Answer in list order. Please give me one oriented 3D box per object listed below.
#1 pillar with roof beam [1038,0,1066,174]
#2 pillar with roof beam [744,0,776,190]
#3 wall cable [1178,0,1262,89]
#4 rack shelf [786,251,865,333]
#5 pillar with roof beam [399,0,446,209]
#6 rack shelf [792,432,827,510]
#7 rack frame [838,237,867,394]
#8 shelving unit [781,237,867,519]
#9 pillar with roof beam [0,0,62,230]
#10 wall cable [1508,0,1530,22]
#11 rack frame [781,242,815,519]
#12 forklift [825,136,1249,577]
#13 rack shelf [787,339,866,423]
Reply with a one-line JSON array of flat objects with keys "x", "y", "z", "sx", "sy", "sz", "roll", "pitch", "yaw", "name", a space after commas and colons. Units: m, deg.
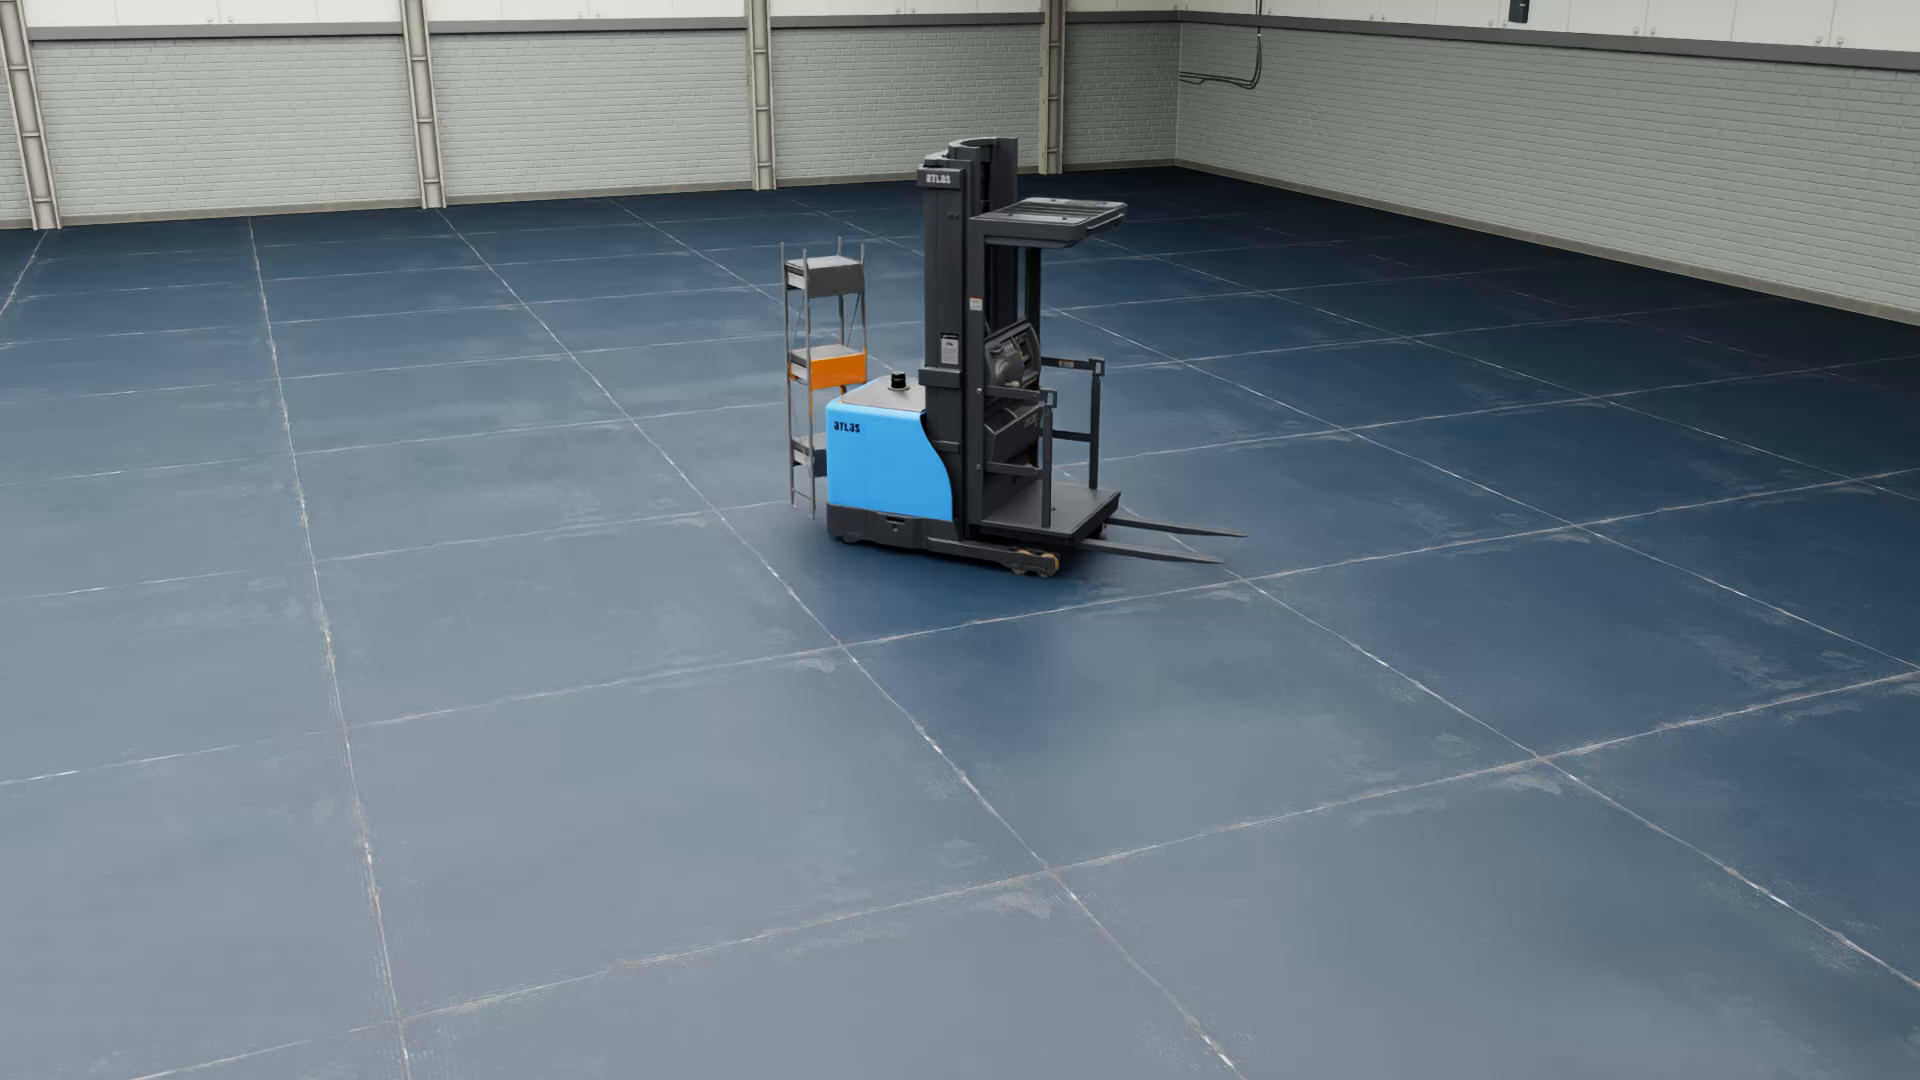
[{"x": 3.523, "y": -10.335, "z": 28.325, "sx": 0.400, "sy": 9.000, "sz": 9.100, "roll": -8, "pitch": 21, "yaw": -22, "name": "pillar with roof beam"}, {"x": -1.986, "y": -9.546, "z": 26.083, "sx": 0.400, "sy": 9.000, "sz": 9.100, "roll": -8, "pitch": 21, "yaw": -22, "name": "pillar with roof beam"}, {"x": 5.047, "y": -10.167, "z": 32.524, "sx": 0.112, "sy": 2.526, "sz": 3.097, "roll": -8, "pitch": 21, "yaw": -22, "name": "wall cable"}, {"x": -1.036, "y": -1.899, "z": 12.686, "sx": 0.480, "sy": 0.518, "sz": 0.431, "roll": -12, "pitch": 23, "yaw": -30, "name": "rack shelf"}, {"x": -7.495, "y": -8.756, "z": 23.841, "sx": 0.400, "sy": 9.000, "sz": 9.100, "roll": -8, "pitch": 21, "yaw": -22, "name": "pillar with roof beam"}, {"x": -1.036, "y": -0.578, "z": 13.151, "sx": 0.480, "sy": 0.518, "sz": 0.431, "roll": -12, "pitch": 23, "yaw": -30, "name": "rack shelf"}, {"x": -0.830, "y": -1.294, "z": 13.036, "sx": 0.015, "sy": 2.100, "sz": 0.400, "roll": -12, "pitch": 23, "yaw": -30, "name": "rack frame"}, {"x": -1.036, "y": -1.251, "z": 12.914, "sx": 0.503, "sy": 2.100, "sz": 0.431, "roll": -12, "pitch": 23, "yaw": -30, "name": "shelving unit"}, {"x": -13.004, "y": -7.967, "z": 21.599, "sx": 0.400, "sy": 9.000, "sz": 9.100, "roll": -8, "pitch": 21, "yaw": -22, "name": "pillar with roof beam"}, {"x": 8.793, "y": -10.339, "z": 23.216, "sx": 0.169, "sy": 6.003, "sz": 2.305, "roll": -8, "pitch": 21, "yaw": -22, "name": "wall cable"}, {"x": -1.243, "y": -1.208, "z": 12.792, "sx": 0.015, "sy": 2.100, "sz": 0.400, "roll": -12, "pitch": 23, "yaw": -30, "name": "rack frame"}, {"x": 0.562, "y": -1.318, "z": 11.853, "sx": 3.031, "sy": 2.935, "sz": 1.130, "roll": 8, "pitch": 21, "yaw": 22, "name": "forklift"}, {"x": -1.036, "y": -1.238, "z": 12.918, "sx": 0.480, "sy": 0.518, "sz": 0.431, "roll": -12, "pitch": 23, "yaw": -30, "name": "rack shelf"}]
